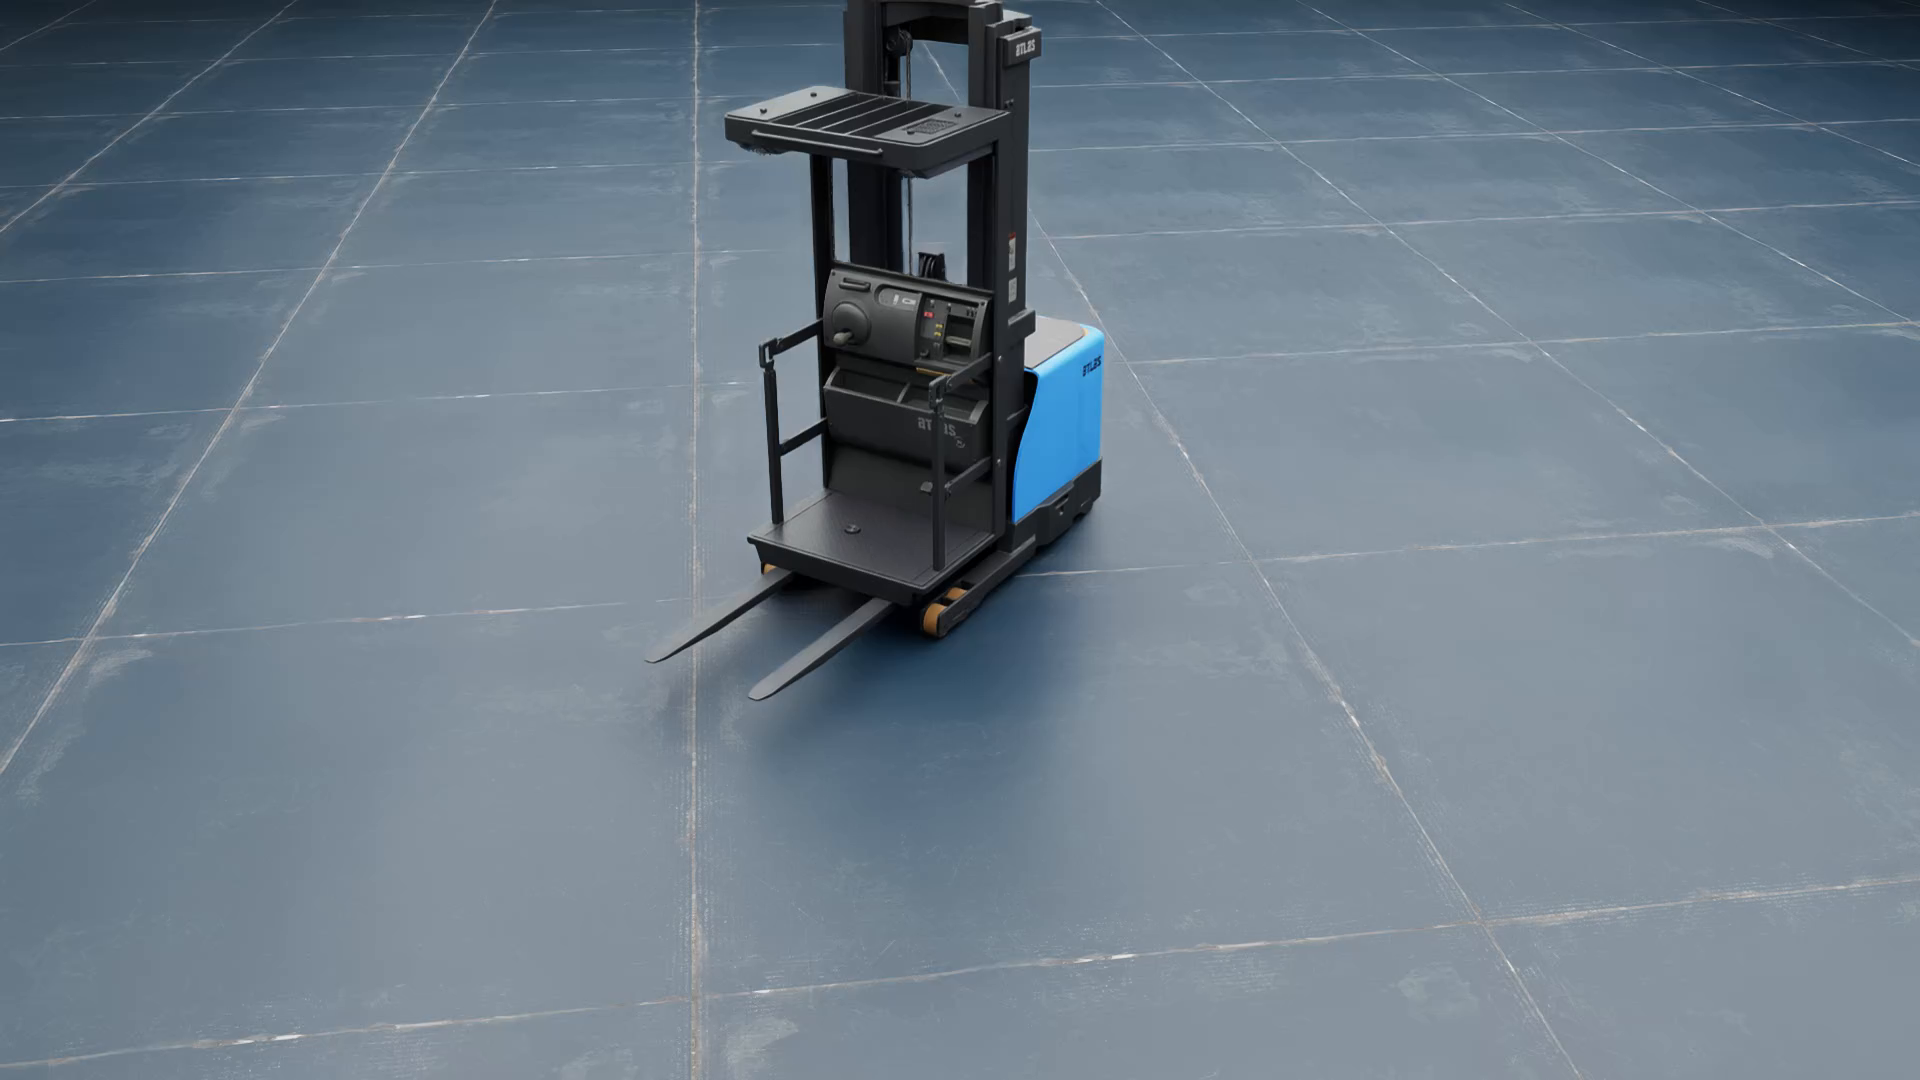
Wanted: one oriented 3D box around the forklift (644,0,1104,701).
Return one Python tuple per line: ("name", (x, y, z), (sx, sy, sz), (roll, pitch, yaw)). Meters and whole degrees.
("forklift", (-0.387, -1.062, 8.109), (1.130, 2.935, 3.031), (16, 31, 28))
